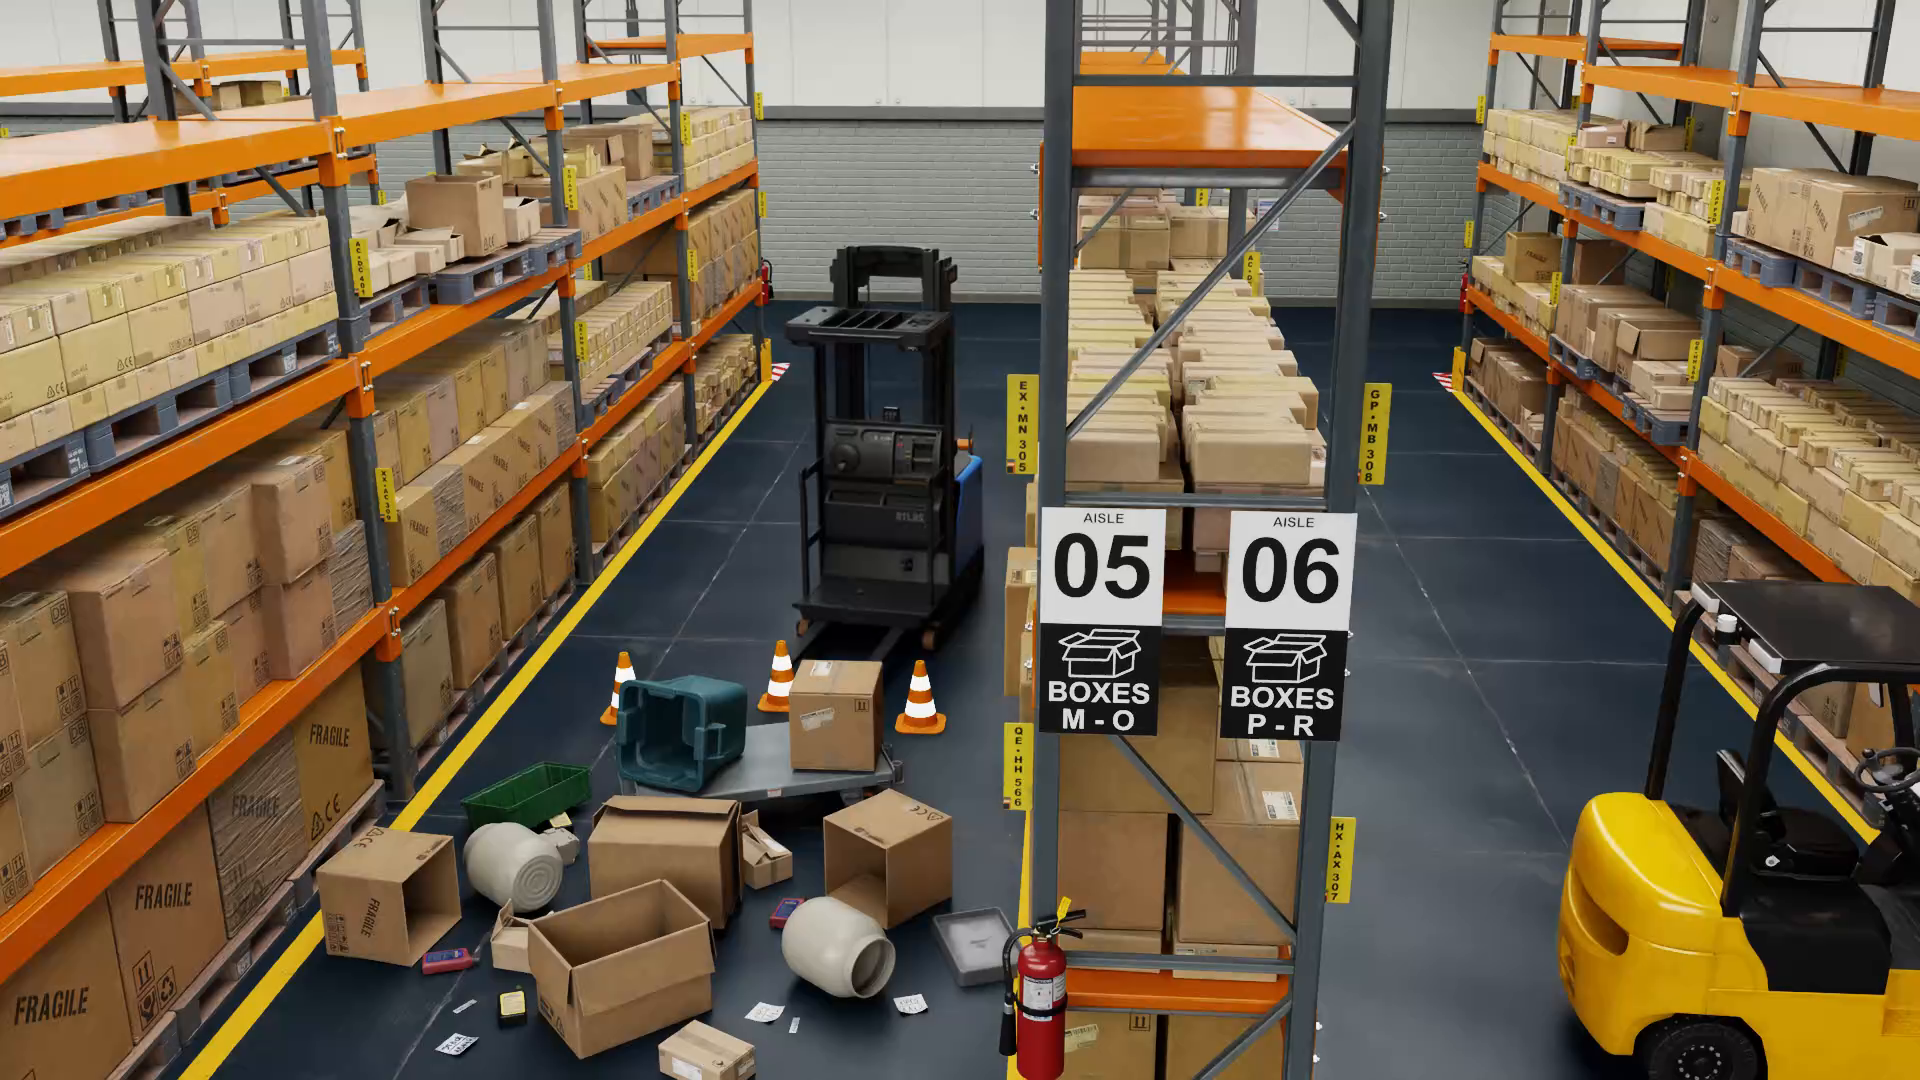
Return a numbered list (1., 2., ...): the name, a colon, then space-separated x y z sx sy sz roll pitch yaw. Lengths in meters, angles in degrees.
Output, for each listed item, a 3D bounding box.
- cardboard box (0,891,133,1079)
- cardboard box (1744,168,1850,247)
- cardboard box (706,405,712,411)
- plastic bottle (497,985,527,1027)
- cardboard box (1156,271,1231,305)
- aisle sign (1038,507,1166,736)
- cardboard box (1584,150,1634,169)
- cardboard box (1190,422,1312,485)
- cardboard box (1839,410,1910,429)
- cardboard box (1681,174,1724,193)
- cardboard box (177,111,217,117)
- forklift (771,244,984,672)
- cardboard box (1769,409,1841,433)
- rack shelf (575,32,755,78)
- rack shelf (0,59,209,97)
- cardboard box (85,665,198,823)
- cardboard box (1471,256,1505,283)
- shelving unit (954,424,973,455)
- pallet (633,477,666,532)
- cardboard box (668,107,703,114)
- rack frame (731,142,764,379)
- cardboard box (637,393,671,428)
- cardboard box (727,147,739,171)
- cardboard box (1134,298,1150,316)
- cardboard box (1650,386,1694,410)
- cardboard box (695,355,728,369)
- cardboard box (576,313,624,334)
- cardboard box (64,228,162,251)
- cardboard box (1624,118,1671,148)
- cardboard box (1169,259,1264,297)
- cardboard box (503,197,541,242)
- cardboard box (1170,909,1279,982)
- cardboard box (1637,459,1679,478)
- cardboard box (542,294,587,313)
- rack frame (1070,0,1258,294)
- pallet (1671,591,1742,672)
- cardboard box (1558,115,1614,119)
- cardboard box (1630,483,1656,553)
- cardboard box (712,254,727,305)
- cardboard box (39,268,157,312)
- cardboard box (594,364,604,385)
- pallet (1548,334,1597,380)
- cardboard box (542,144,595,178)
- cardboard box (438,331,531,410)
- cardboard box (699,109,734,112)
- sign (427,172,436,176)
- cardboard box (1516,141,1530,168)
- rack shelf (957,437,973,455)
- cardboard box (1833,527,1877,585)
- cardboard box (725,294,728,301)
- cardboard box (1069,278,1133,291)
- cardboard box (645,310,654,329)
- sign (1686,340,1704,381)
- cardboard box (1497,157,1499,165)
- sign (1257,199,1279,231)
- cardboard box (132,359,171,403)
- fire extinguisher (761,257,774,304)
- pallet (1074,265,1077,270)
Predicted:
1. cardboard box: -4.209 2.015 7.021 0.875 0.875 0.875 1 18 4
2. cardboard box: 5.982 -2.379 11.881 0.500 0.500 0.500 1 18 4
3. cardboard box: -3.000 -1.422 18.675 0.380 0.149 0.250 1 18 4
4. plastic bottle: -2.204 2.285 8.177 0.133 0.061 0.283 -5 19 -15
5. cardboard box: 1.234 -1.328 8.791 0.380 0.149 0.250 2 18 5
6. aisle sign: 0.459 0.274 5.423 0.394 0.787 0.004 1 18 4
7. cardboard box: 6.096 -3.570 15.602 0.380 0.149 0.250 1 18 3
8. cardboard box: 0.981 -0.295 5.637 0.380 0.149 0.250 1 18 4
9. cardboard box: 6.425 -0.809 11.699 0.380 0.149 0.250 1 18 4
10. cardboard box: 6.160 -2.918 13.644 0.380 0.149 0.250 1 18 3
11. cardboard box: -8.276 -4.416 18.098 0.700 0.500 0.500 0 18 1
12. forklift: -0.642 -0.676 12.607 1.130 2.935 3.031 4 19 13
13. cardboard box: 5.956 -0.819 11.729 0.380 0.149 0.250 1 18 5
14. rack shelf: -3.188 -5.438 18.556 1.077 0.370 4.000 1 18 4
15. rack shelf: -8.415 -4.150 15.260 1.077 0.370 4.000 1 18 4
16. cardboard box: -4.028 0.887 7.484 0.875 0.550 0.550 1 18 4
17. cardboard box: 6.549 -3.299 20.263 0.500 0.250 0.500 1 18 4
18. shelving unit: 0.004 -0.516 15.137 0.215 1.050 0.252 1 18 4
19. pallet: -3.471 -0.363 16.019 1.003 0.211 1.213 1 18 4
20. cardboard box: -3.332 -5.159 20.158 0.380 0.149 0.250 2 18 6
21. rack frame: -3.045 -3.552 21.273 1.000 3.000 0.127 1 18 4
22. cardboard box: -3.183 -1.282 16.480 0.500 0.250 0.500 2 18 7
23. cardboard box: -2.892 -4.447 19.427 0.500 0.250 0.500 2 18 6
24. cardboard box: 0.735 -1.111 8.769 0.500 0.250 0.500 1 18 3
25. cardboard box: 5.942 -1.172 13.737 0.380 0.149 0.250 2 18 5
26. cardboard box: -2.972 -2.107 19.810 0.380 0.149 0.250 1 18 2
27. cardboard box: -3.300 -1.978 15.242 0.380 0.149 0.250 2 18 6
28. cardboard box: -4.306 -1.494 8.463 0.380 0.149 0.250 1 18 3
29. cardboard box: 6.610 -3.916 15.991 0.396 0.266 0.258 1 18 3
30. cardboard box: 1.481 -1.472 9.675 0.500 0.250 0.500 1 18 2
31. cardboard box: -3.394 -2.366 12.145 0.500 0.311 0.500 1 18 4
32. cardboard box: 0.983 1.515 6.214 0.380 0.149 0.250 1 18 4
33. cardboard box: 6.176 -0.605 14.577 0.380 0.149 0.250 2 18 6
34. cardboard box: -3.874 -2.317 16.277 0.380 0.149 0.250 1 18 3
35. rack frame: 1.039 -2.597 8.724 1.000 3.000 0.127 1 18 4
36. pallet: 6.179 0.701 12.771 1.003 0.211 1.213 1 18 4
37. cardboard box: 7.033 -4.630 18.707 0.500 0.250 0.500 1 18 4
38. cardboard box: 6.139 -0.182 14.328 0.500 0.500 0.500 1 18 3
39. cardboard box: -2.945 -2.956 18.817 0.500 0.500 0.500 1 18 3
40. cardboard box: -3.740 -1.086 7.217 0.380 0.149 0.250 2 18 5
41. cardboard box: -3.347 -1.449 14.585 0.380 0.149 0.250 2 18 7
42. pallet: 6.398 -1.784 16.186 1.003 0.211 1.213 1 18 4
43. cardboard box: -3.278 -3.184 13.942 0.396 0.266 0.258 1 18 4
44. cardboard box: -3.696 -1.294 12.615 0.700 0.500 0.500 1 18 3
45. cardboard box: -2.909 -5.069 19.884 0.380 0.149 0.250 1 18 2
46. sign: -4.160 -2.751 13.182 0.100 0.325 0.005 1 18 4
47. cardboard box: 6.467 -4.249 18.346 0.500 0.250 0.500 1 18 3
48. rack shelf: 0.004 -0.775 15.052 0.215 0.259 0.240 1 18 4
49. cardboard box: 5.796 0.116 10.319 0.500 0.250 0.500 1 18 4
50. cardboard box: -2.967 -2.927 19.769 0.380 0.149 0.250 1 18 2
51. cardboard box: 0.702 -1.259 8.581 0.380 0.149 0.250 2 18 6
52. cardboard box: -3.217 -2.160 16.275 0.380 0.149 0.250 1 18 2
53. sign: 5.735 -1.401 12.975 0.100 0.325 0.005 1 18 4
54. cardboard box: 6.603 -4.494 19.733 0.380 0.149 0.250 2 18 5
55. sign: 4.873 -5.141 26.274 0.329 0.494 0.001 1 18 4
56. cardboard box: -3.740 -0.706 7.340 0.380 0.149 0.250 1 18 4
57. fire extinguisher: -2.567 -3.406 21.551 0.296 0.674 0.183 1 18 4
58. pallet: 1.261 -1.594 10.781 1.213 0.211 1.003 1 18 4
